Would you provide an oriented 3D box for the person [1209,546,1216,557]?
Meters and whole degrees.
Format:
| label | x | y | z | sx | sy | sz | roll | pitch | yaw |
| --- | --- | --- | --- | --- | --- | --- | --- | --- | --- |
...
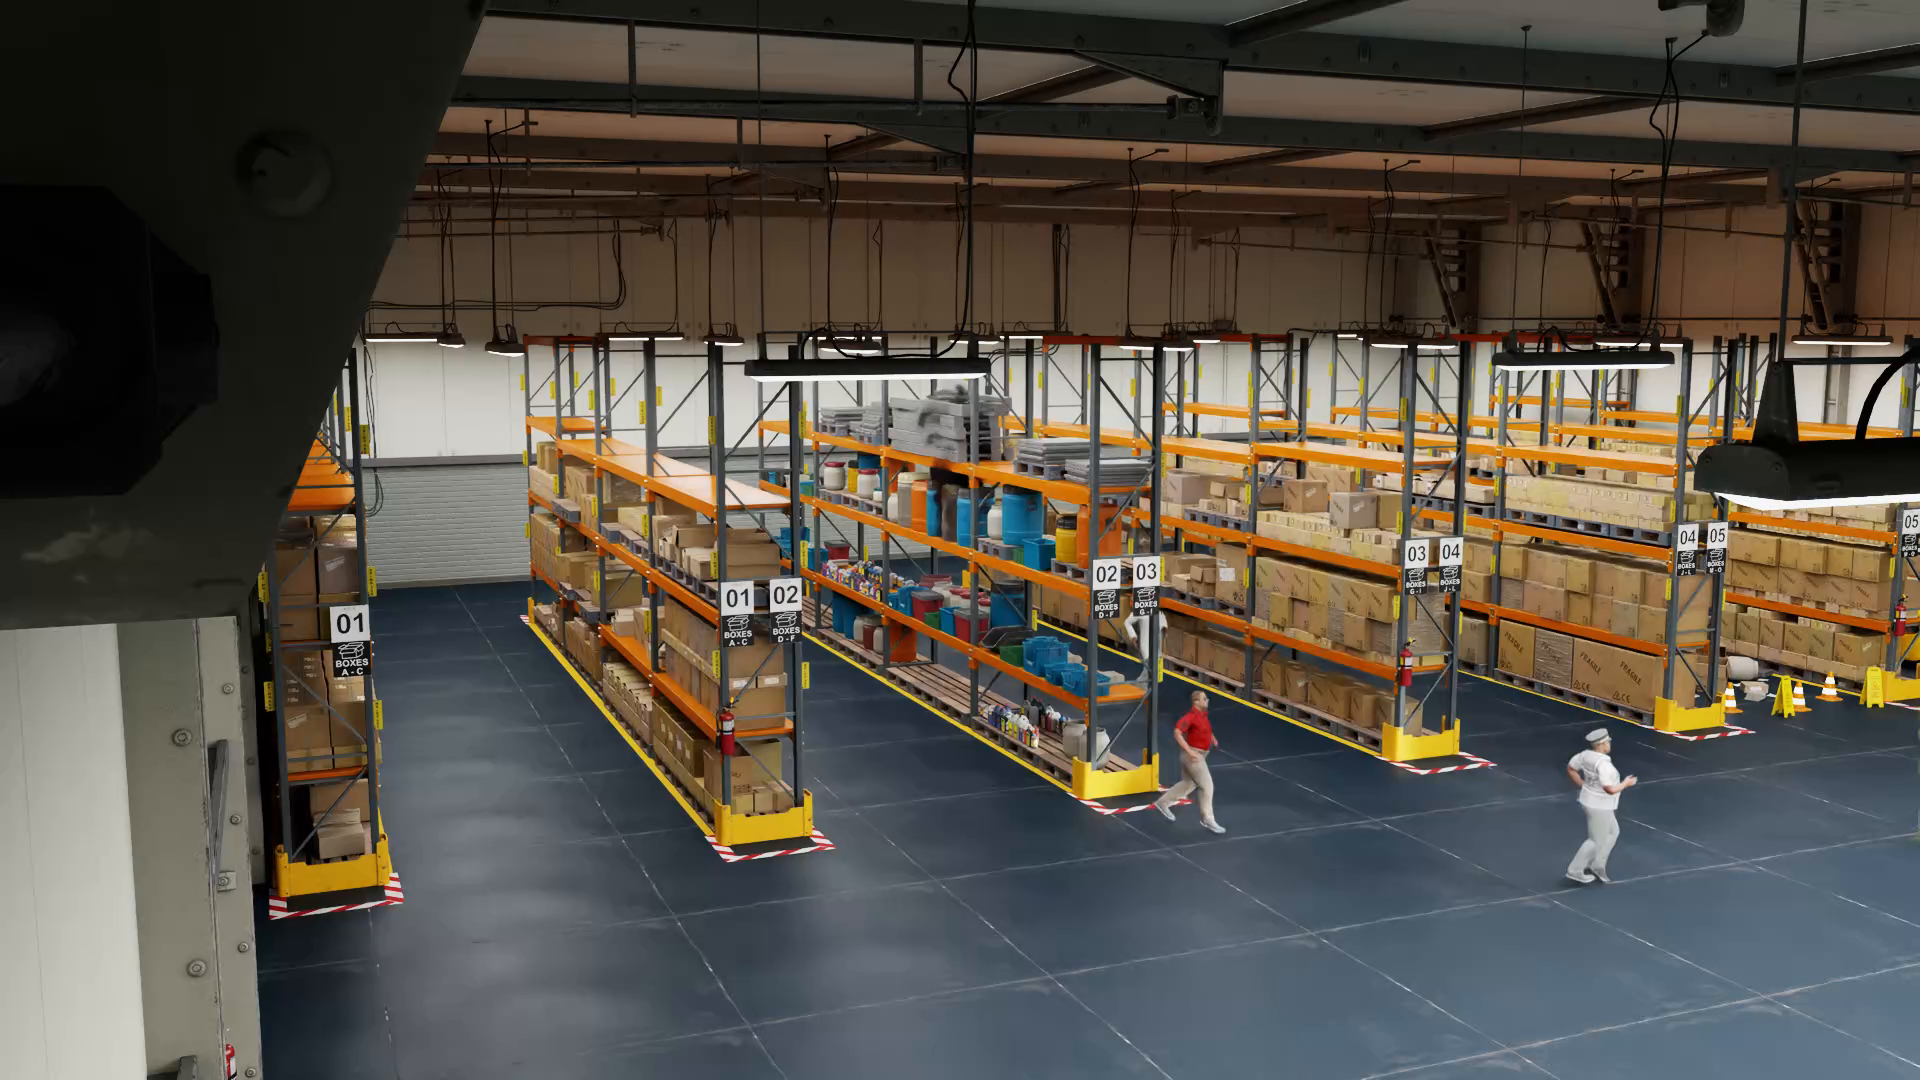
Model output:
| label | x | y | z | sx | sy | sz | roll | pitch | yaw |
| --- | --- | --- | --- | --- | --- | --- | --- | --- | --- |
| person | 6.666 | -0.169 | 42.497 | 0.727 | 1.727 | 0.732 | -3 | 8 | -22 |

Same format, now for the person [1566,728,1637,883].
| label | x | y | z | sx | sy | sz | roll | pitch | yaw |
| --- | --- | --- | --- | --- | --- | --- | --- | --- | --- |
| person | 7.170 | 3.001 | 18.598 | 0.709 | 1.836 | 0.640 | 0 | 8 | 1 |

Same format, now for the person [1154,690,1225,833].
| label | x | y | z | sx | sy | sz | roll | pitch | yaw |
| --- | --- | --- | --- | --- | --- | --- | --- | --- | --- |
| person | 2.898 | 2.723 | 20.726 | 0.873 | 1.748 | 0.672 | 2 | 8 | 14 |

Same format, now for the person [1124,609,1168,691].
| label | x | y | z | sx | sy | sz | roll | pitch | yaw |
| --- | --- | --- | --- | --- | --- | --- | --- | --- | --- |
| person | 3.148 | 1.749 | 27.535 | 0.670 | 1.723 | 0.809 | -6 | 10 | -37 |
